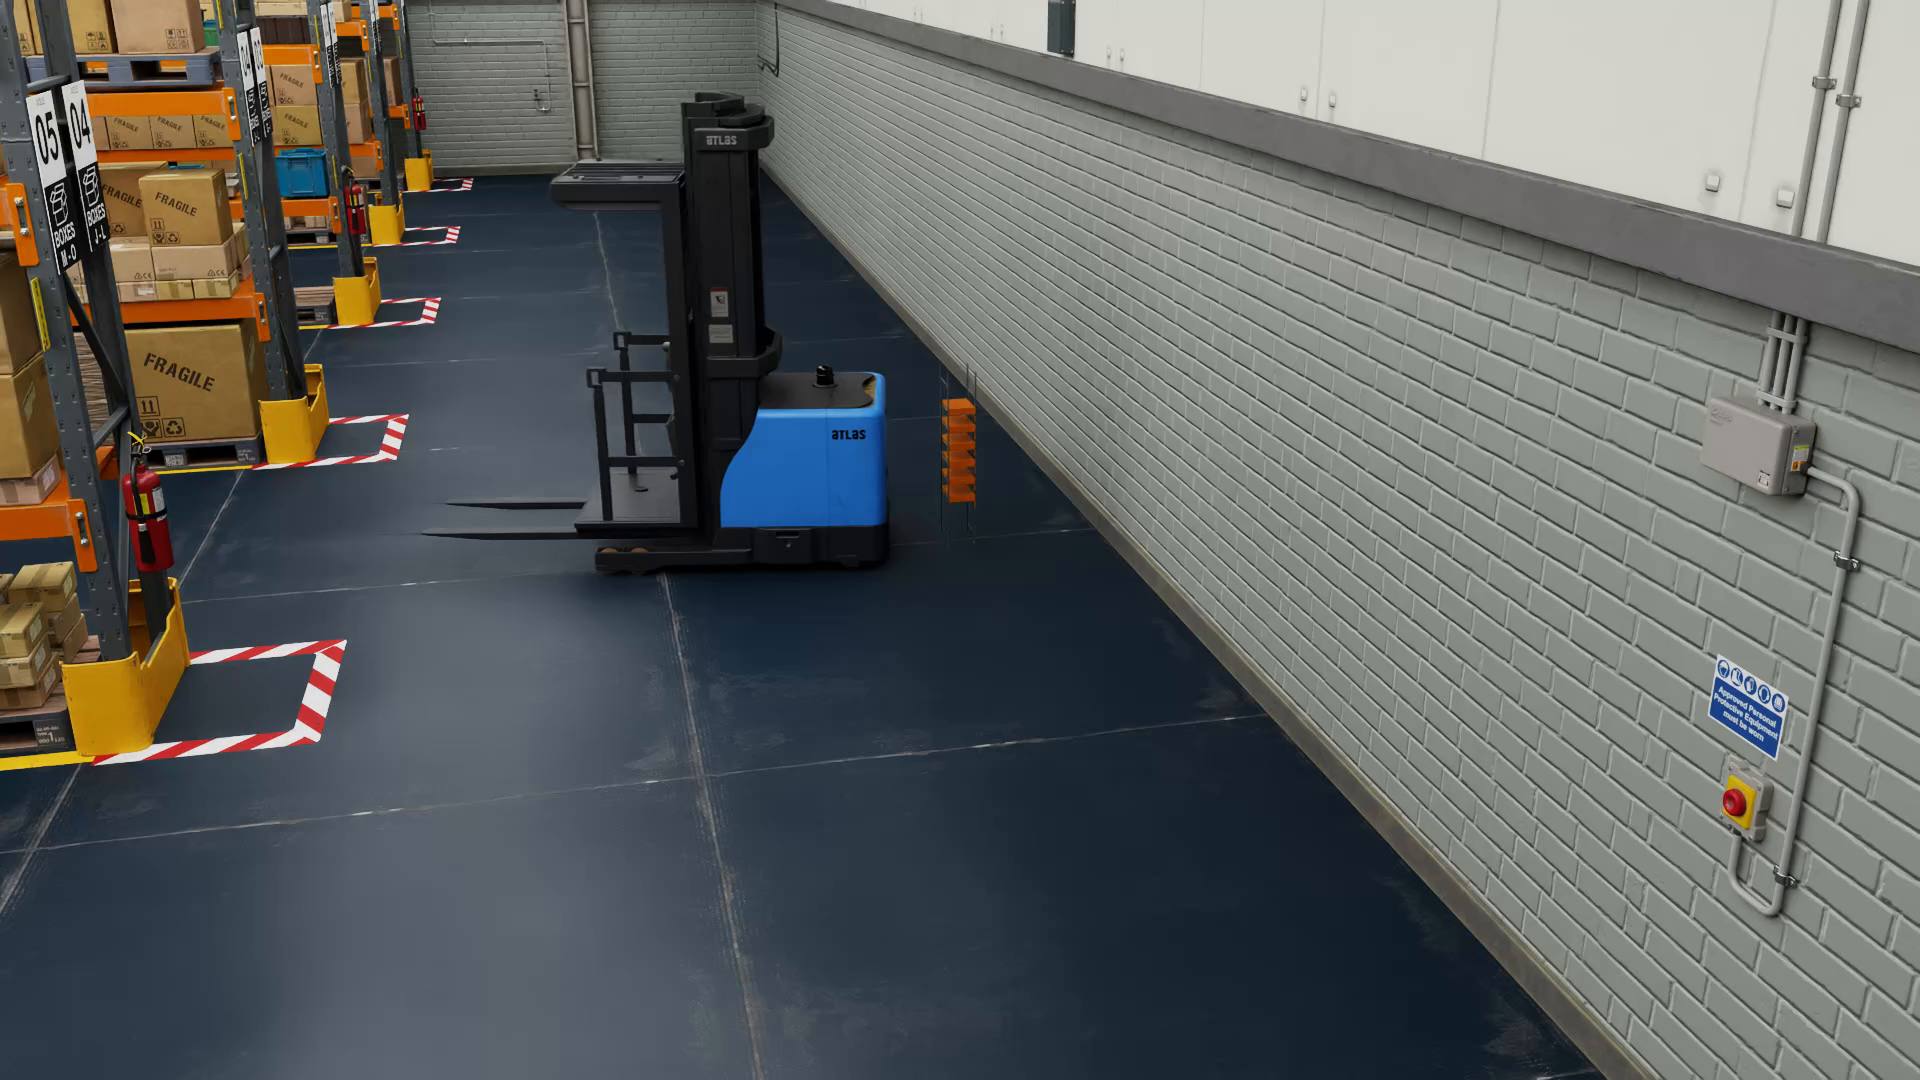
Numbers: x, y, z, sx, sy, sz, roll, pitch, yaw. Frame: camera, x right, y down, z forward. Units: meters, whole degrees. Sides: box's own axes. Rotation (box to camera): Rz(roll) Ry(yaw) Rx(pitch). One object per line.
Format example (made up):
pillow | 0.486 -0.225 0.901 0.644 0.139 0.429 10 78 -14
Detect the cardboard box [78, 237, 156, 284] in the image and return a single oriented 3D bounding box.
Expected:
cardboard box | -6.278 -2.101 12.476 0.500 0.250 0.500 -5 21 -13

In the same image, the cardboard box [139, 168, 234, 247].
cardboard box | -5.787 -2.494 12.458 0.500 0.500 0.500 -4 21 -12

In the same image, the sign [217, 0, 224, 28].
sign | -5.262 -3.804 11.804 0.005 0.325 0.100 -5 21 -12

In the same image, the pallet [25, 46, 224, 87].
pallet | -6.093 -3.504 12.287 1.213 0.211 1.003 -5 21 -12

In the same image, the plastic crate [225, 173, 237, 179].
plastic crate | -7.820 -3.801 17.626 0.298 0.136 0.250 -5 21 -12

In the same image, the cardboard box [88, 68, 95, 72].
cardboard box | -11.019 -5.659 20.802 0.500 0.500 0.500 -4 21 -11

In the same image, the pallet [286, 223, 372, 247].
pallet | -8.499 -4.137 22.301 1.213 0.211 1.003 -5 21 -12

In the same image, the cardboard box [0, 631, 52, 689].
cardboard box | -4.778 0.608 8.395 0.250 0.149 0.380 -5 21 -14

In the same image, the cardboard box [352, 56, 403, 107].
cardboard box | -9.287 -7.271 26.365 0.700 0.700 0.980 -4 20 -10

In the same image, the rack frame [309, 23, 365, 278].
rack frame | -6.513 -3.857 17.483 0.127 3.000 1.000 -5 21 -12

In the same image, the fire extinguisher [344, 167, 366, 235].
fire extinguisher | -6.262 -3.506 17.178 0.183 0.674 0.296 -5 21 -12

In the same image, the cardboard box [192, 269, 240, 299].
cardboard box | -5.644 -1.943 12.623 0.250 0.149 0.380 -4 21 -11

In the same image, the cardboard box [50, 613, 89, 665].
cardboard box | -4.914 0.545 9.001 0.250 0.149 0.380 -4 21 -11

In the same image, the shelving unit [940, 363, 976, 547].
shelving unit | -0.014 -0.562 11.105 0.189 1.200 0.258 -5 21 -12

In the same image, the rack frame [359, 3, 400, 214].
rack frame | -7.649 -5.516 22.011 0.127 3.000 1.000 -5 21 -12

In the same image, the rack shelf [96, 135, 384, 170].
rack shelf | -9.595 -5.019 21.702 4.000 0.370 1.077 -5 21 -12

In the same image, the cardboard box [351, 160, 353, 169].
cardboard box | -9.938 -6.068 26.543 0.500 0.500 0.700 -5 21 -13

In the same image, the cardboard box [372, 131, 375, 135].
cardboard box | -9.375 -6.489 26.750 0.250 0.149 0.380 -5 21 -12

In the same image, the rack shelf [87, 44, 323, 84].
rack shelf | -8.459 -4.770 16.659 4.000 0.370 1.077 -5 21 -12

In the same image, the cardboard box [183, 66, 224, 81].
cardboard box | -9.514 -5.781 21.137 0.500 0.500 0.500 -4 20 -11

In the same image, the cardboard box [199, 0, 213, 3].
cardboard box | -9.549 -6.843 20.764 0.500 0.250 0.500 -5 21 -12

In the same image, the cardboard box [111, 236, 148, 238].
cardboard box | -6.407 -2.278 12.957 0.500 0.250 0.500 -5 21 -13

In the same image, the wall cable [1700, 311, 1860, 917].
wall cable | 2.389 0.172 4.962 0.123 1.953 0.585 -5 21 -12

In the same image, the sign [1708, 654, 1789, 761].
sign | 2.438 0.516 5.152 0.001 0.218 0.327 -5 21 -12

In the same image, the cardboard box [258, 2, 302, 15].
cardboard box | -8.578 -6.689 21.070 0.500 0.250 0.500 -5 21 -12

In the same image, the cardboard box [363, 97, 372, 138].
cardboard box | -8.142 -5.616 22.138 0.500 0.500 0.500 -4 21 -11

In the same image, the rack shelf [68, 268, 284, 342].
rack shelf | -7.320 -1.703 12.649 4.000 0.370 1.077 -5 21 -12

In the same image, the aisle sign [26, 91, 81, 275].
aisle sign | -4.190 -1.657 7.698 0.004 0.787 0.394 -5 21 -12

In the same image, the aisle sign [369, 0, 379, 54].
aisle sign | -7.512 -6.639 21.298 0.004 0.787 0.394 -5 21 -12

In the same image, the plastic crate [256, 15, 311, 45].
plastic crate | -6.952 -5.267 17.161 0.590 0.269 0.497 -5 21 -12

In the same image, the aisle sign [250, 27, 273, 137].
aisle sign | -5.372 -3.526 12.800 0.004 0.787 0.394 -5 21 -12

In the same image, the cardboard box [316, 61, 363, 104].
cardboard box | -8.019 -5.905 21.474 0.500 0.500 0.500 -5 21 -13

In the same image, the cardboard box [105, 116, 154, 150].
cardboard box | -10.486 -5.237 21.104 0.500 0.500 0.500 -4 21 -12

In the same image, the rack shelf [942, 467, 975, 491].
rack shelf | -0.014 -0.408 11.162 0.180 0.103 0.258 -5 21 -12

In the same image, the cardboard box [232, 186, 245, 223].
cardboard box | -9.715 -4.384 21.911 0.637 0.503 0.797 -5 21 -12

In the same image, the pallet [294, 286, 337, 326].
pallet | -7.324 -2.496 17.820 1.213 0.211 1.003 -5 21 -12

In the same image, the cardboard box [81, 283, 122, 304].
cardboard box | -6.385 -1.883 12.459 0.250 0.149 0.380 -4 21 -12

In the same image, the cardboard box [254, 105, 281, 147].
cardboard box | -9.013 -5.356 21.430 0.500 0.500 0.500 -4 21 -12

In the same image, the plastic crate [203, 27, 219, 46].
plastic crate | -7.407 -4.993 16.530 0.336 0.188 0.450 -5 21 -12

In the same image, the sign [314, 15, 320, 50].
sign | -6.371 -5.034 16.486 0.005 0.325 0.100 -5 21 -12

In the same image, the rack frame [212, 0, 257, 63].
rack frame | -5.373 -5.016 11.926 0.127 3.000 1.000 -5 21 -12

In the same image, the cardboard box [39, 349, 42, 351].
cardboard box | -4.831 -0.775 8.490 0.500 0.500 0.500 -4 20 -10

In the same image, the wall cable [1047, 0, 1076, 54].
wall cable | 0.923 -5.821 9.445 0.120 5.999 2.277 -5 21 -12

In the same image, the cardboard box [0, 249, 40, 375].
cardboard box | -4.718 -1.068 7.837 0.500 0.500 0.500 -5 21 -14

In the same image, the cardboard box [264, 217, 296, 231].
cardboard box | -9.053 -4.240 21.887 0.500 0.250 0.500 -5 21 -12

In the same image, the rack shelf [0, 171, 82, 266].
rack shelf | -6.277 -1.443 7.579 4.000 0.370 1.077 -5 21 -12

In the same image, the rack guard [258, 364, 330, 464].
rack guard | -5.350 -1.027 13.393 0.348 0.500 1.175 -5 21 -12

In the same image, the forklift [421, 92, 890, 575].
forklift | -1.995 -1.338 10.706 3.031 2.935 1.130 -1 20 -2

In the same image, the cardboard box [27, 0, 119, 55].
cardboard box | -6.442 -3.836 12.162 0.500 0.500 0.700 -5 21 -14

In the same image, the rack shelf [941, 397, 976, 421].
rack shelf | -0.014 -0.859 10.997 0.180 0.103 0.258 -5 21 -12

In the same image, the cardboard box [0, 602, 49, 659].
cardboard box | -4.787 0.458 8.373 0.250 0.149 0.380 -4 21 -12

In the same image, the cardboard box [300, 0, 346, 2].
cardboard box | -8.090 -6.962 21.090 0.500 0.250 0.500 -5 21 -12
